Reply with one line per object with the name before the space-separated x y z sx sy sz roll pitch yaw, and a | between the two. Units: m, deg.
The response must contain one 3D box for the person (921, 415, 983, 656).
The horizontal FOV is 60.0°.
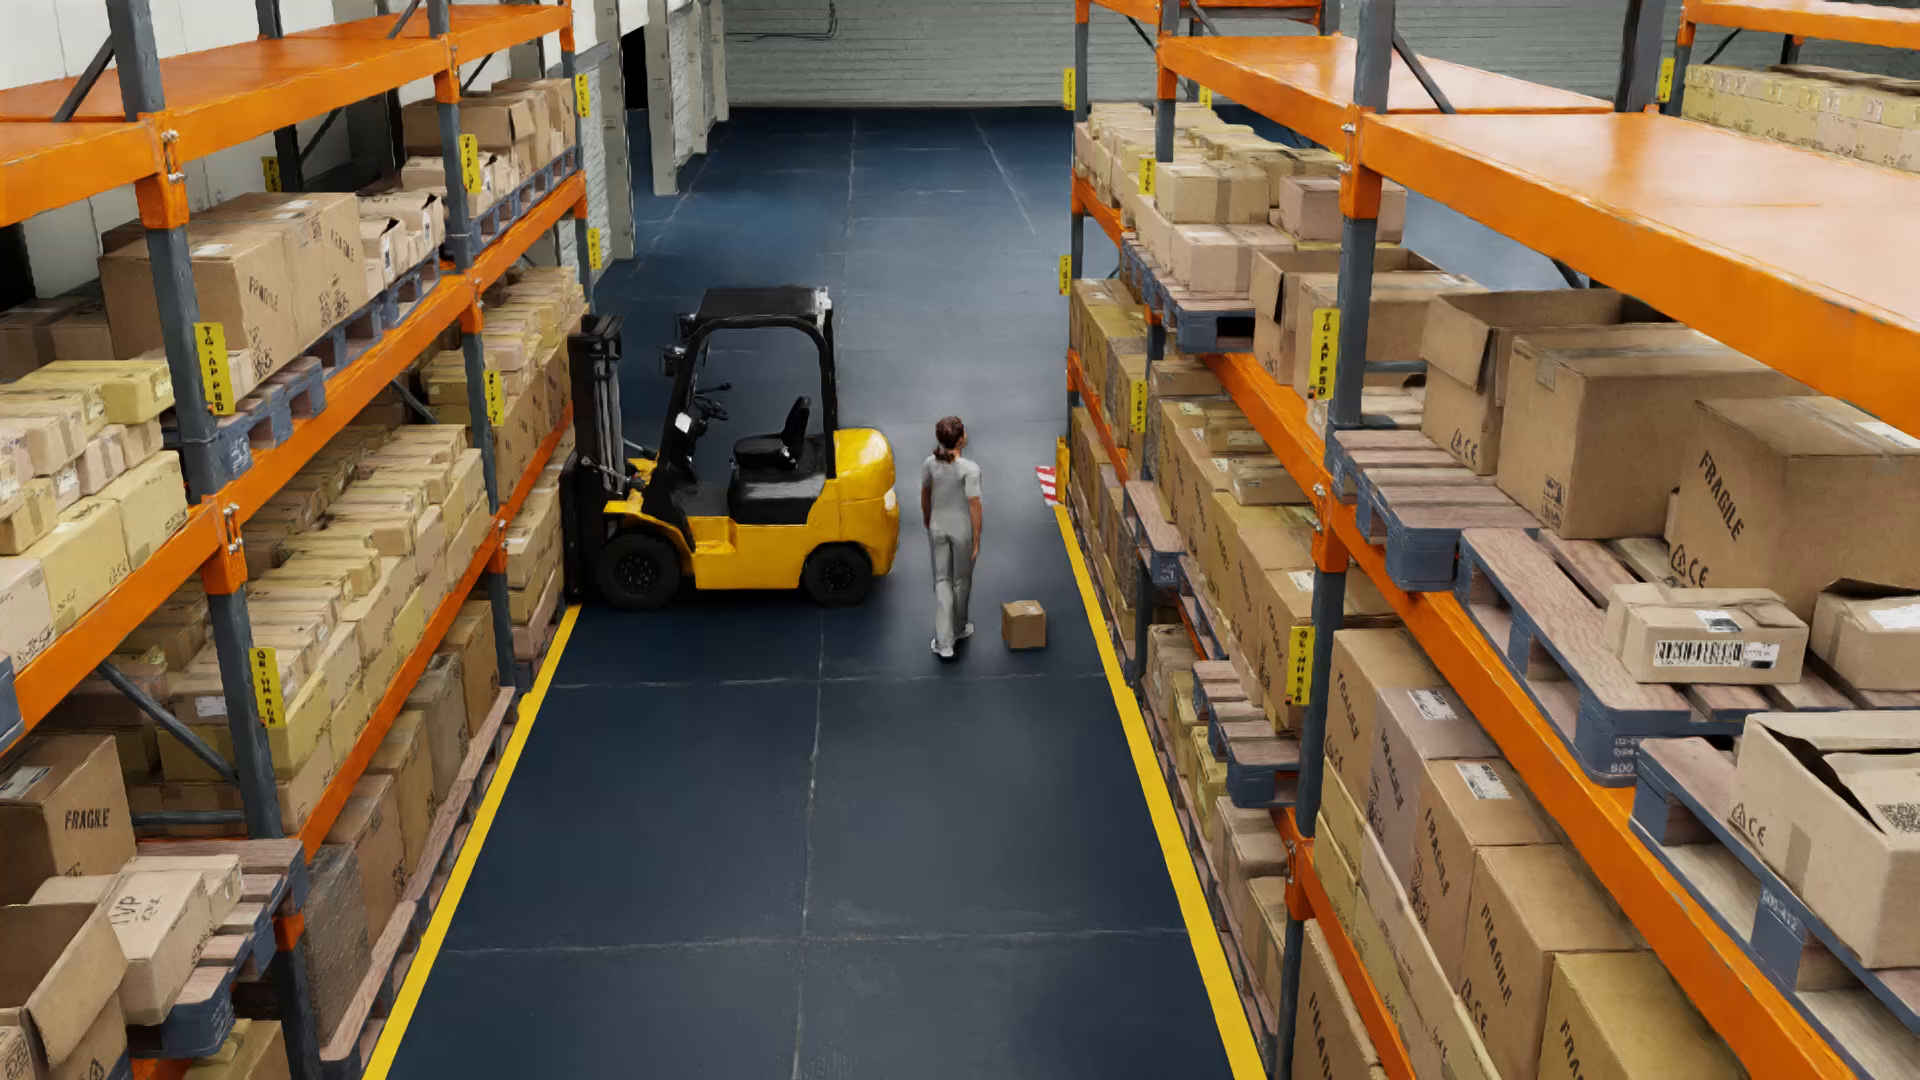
person | -0.065 -0.047 11.211 0.525 1.659 0.629 8 22 21
